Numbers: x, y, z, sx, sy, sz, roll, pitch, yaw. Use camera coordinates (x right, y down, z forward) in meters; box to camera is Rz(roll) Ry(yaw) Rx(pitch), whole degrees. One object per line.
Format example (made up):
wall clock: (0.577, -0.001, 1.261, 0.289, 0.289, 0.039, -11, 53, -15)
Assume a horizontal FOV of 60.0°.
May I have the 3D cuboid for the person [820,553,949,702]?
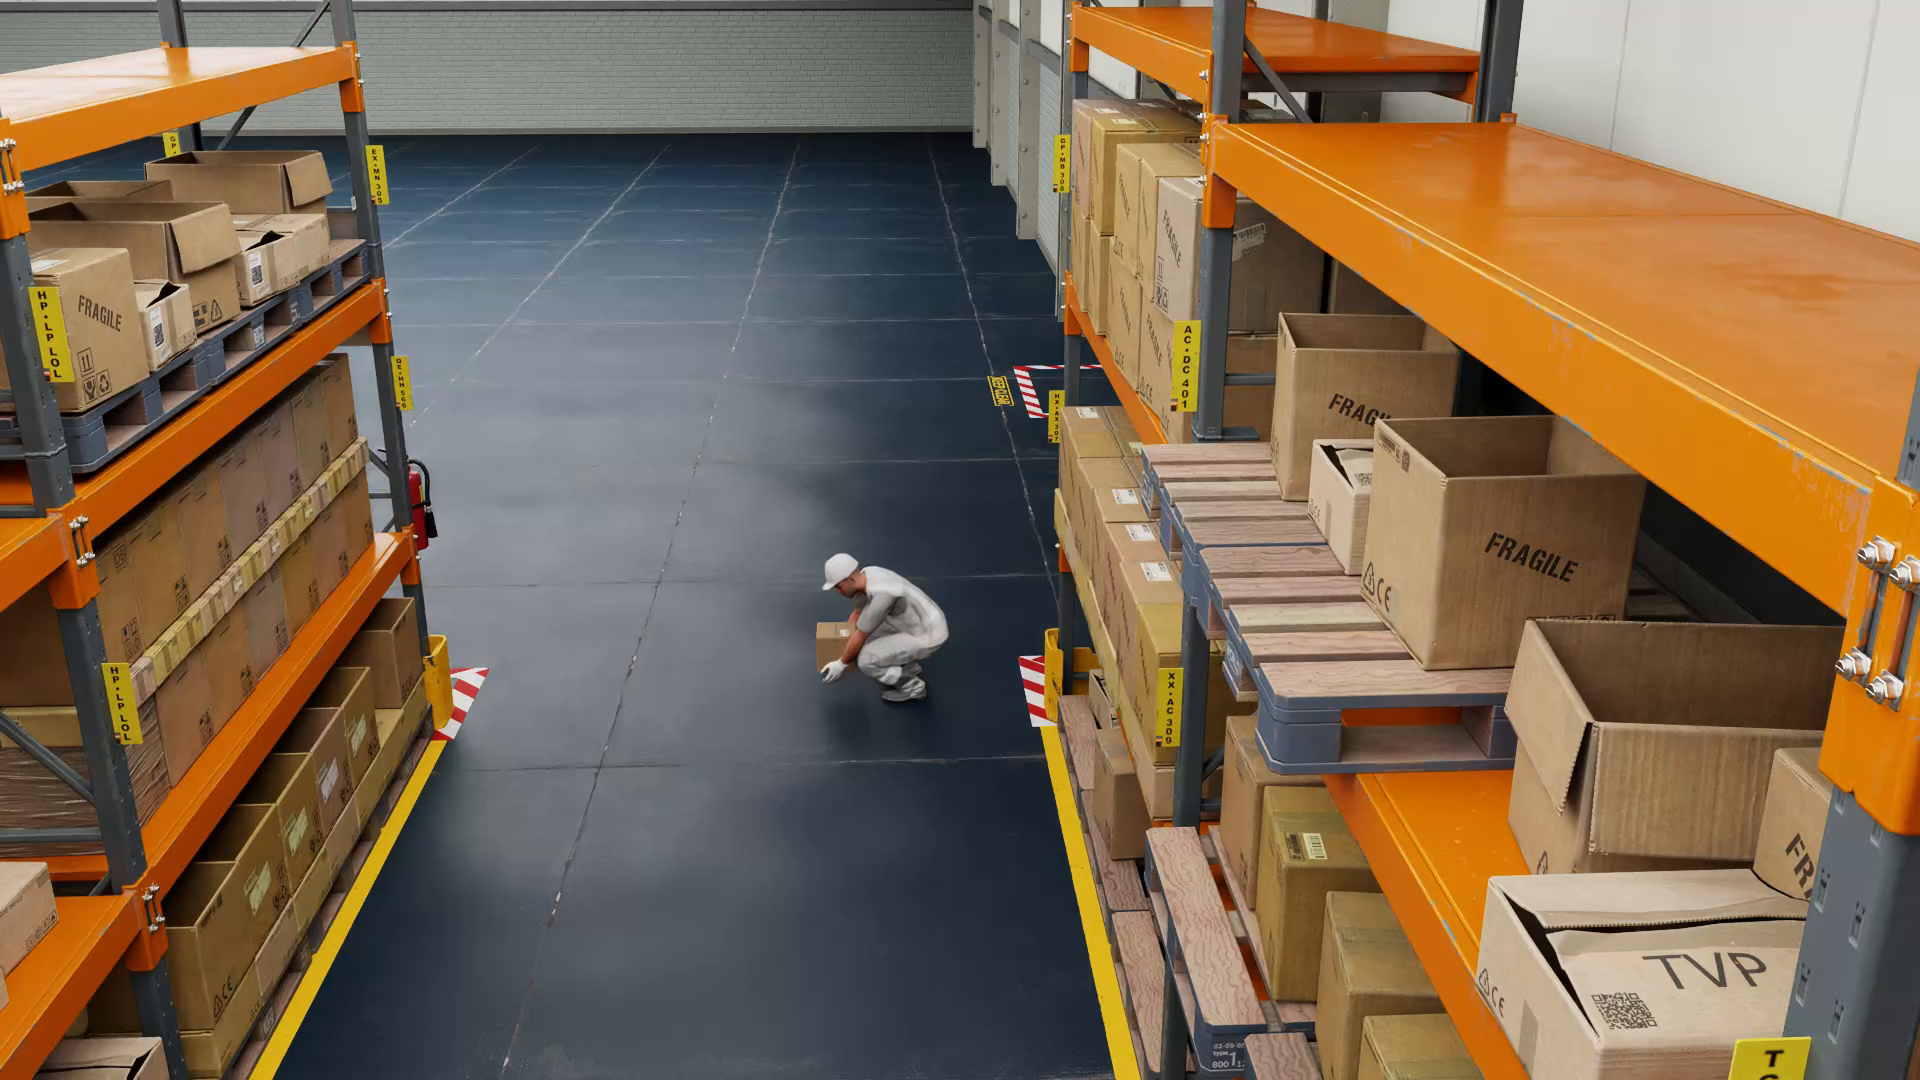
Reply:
person: (-0.492, 0.535, 10.742, 0.837, 0.999, 0.562, -2, 20, -5)
